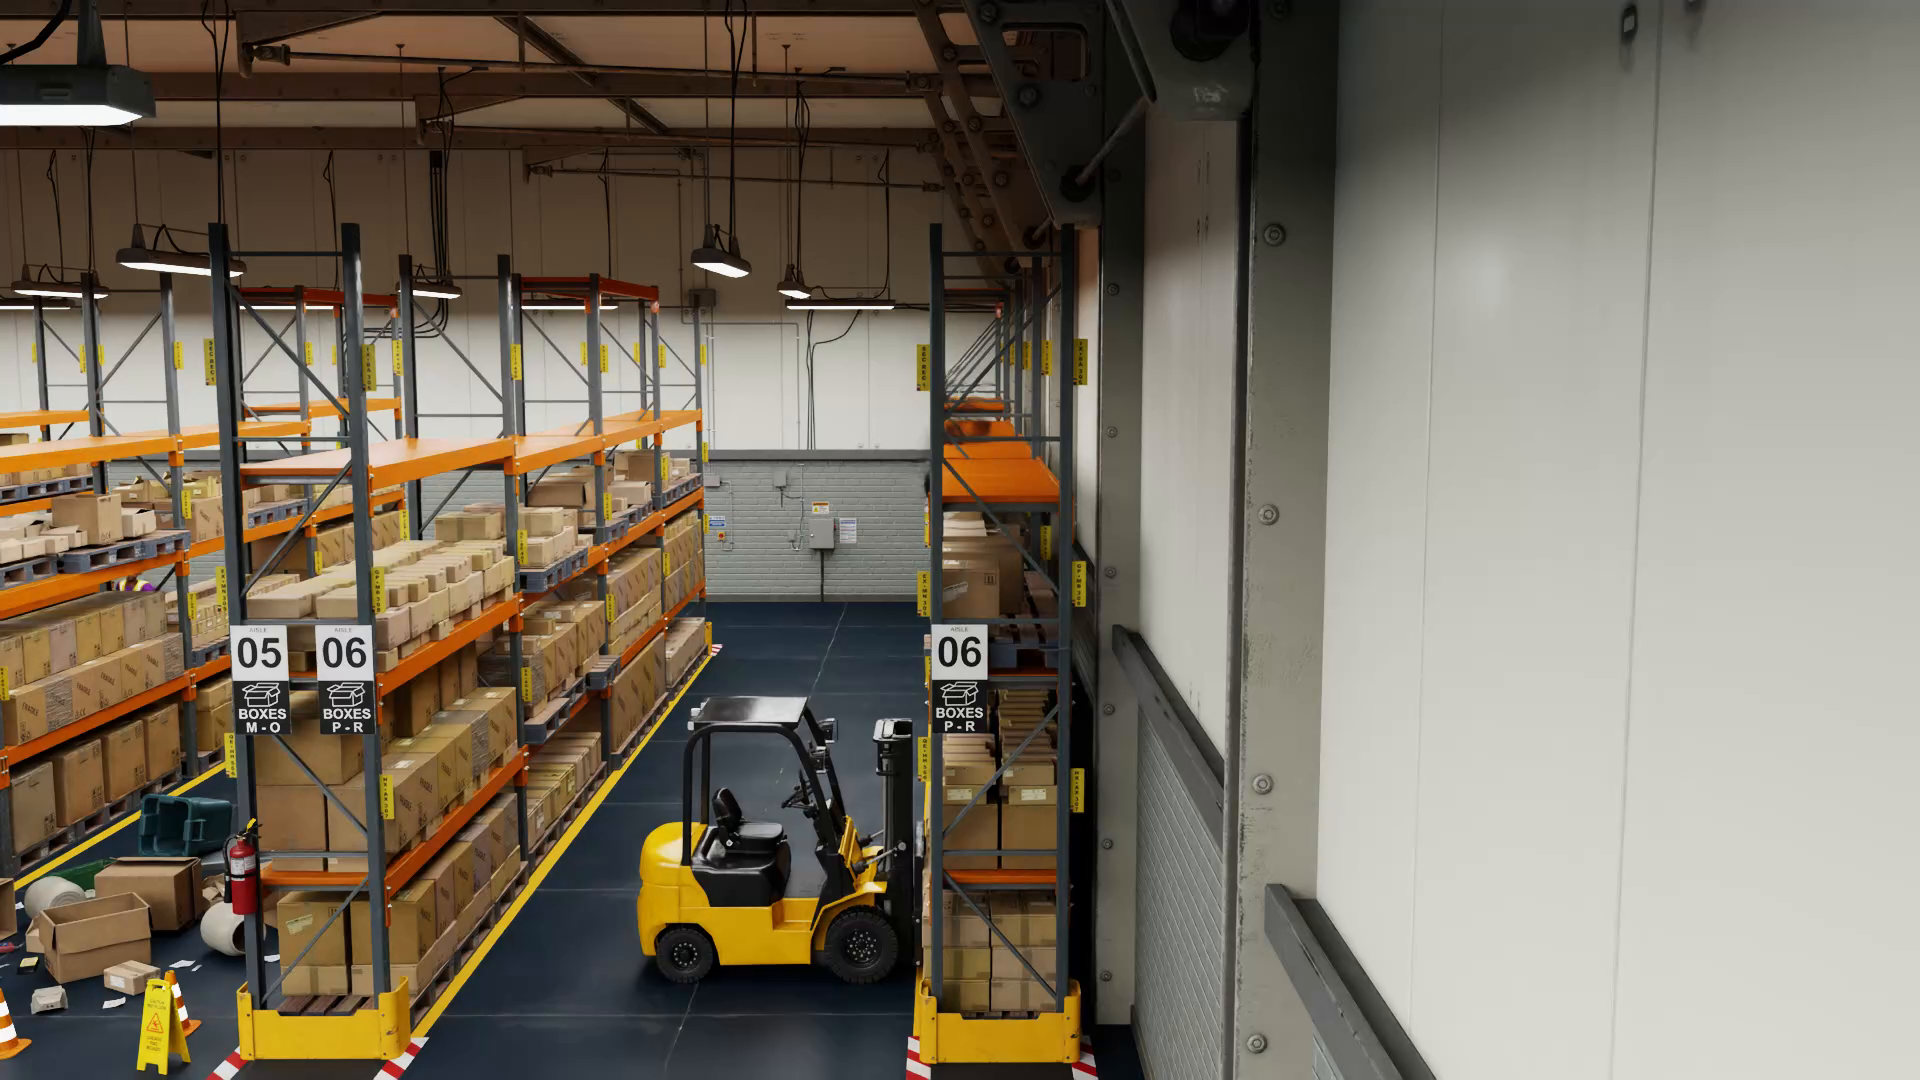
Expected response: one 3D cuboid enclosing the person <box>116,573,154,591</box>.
[{"bbox_3d":[-12.850,1.261,25.908,0.677,1.820,0.874,-1,7,-9],"label":"person"}]
